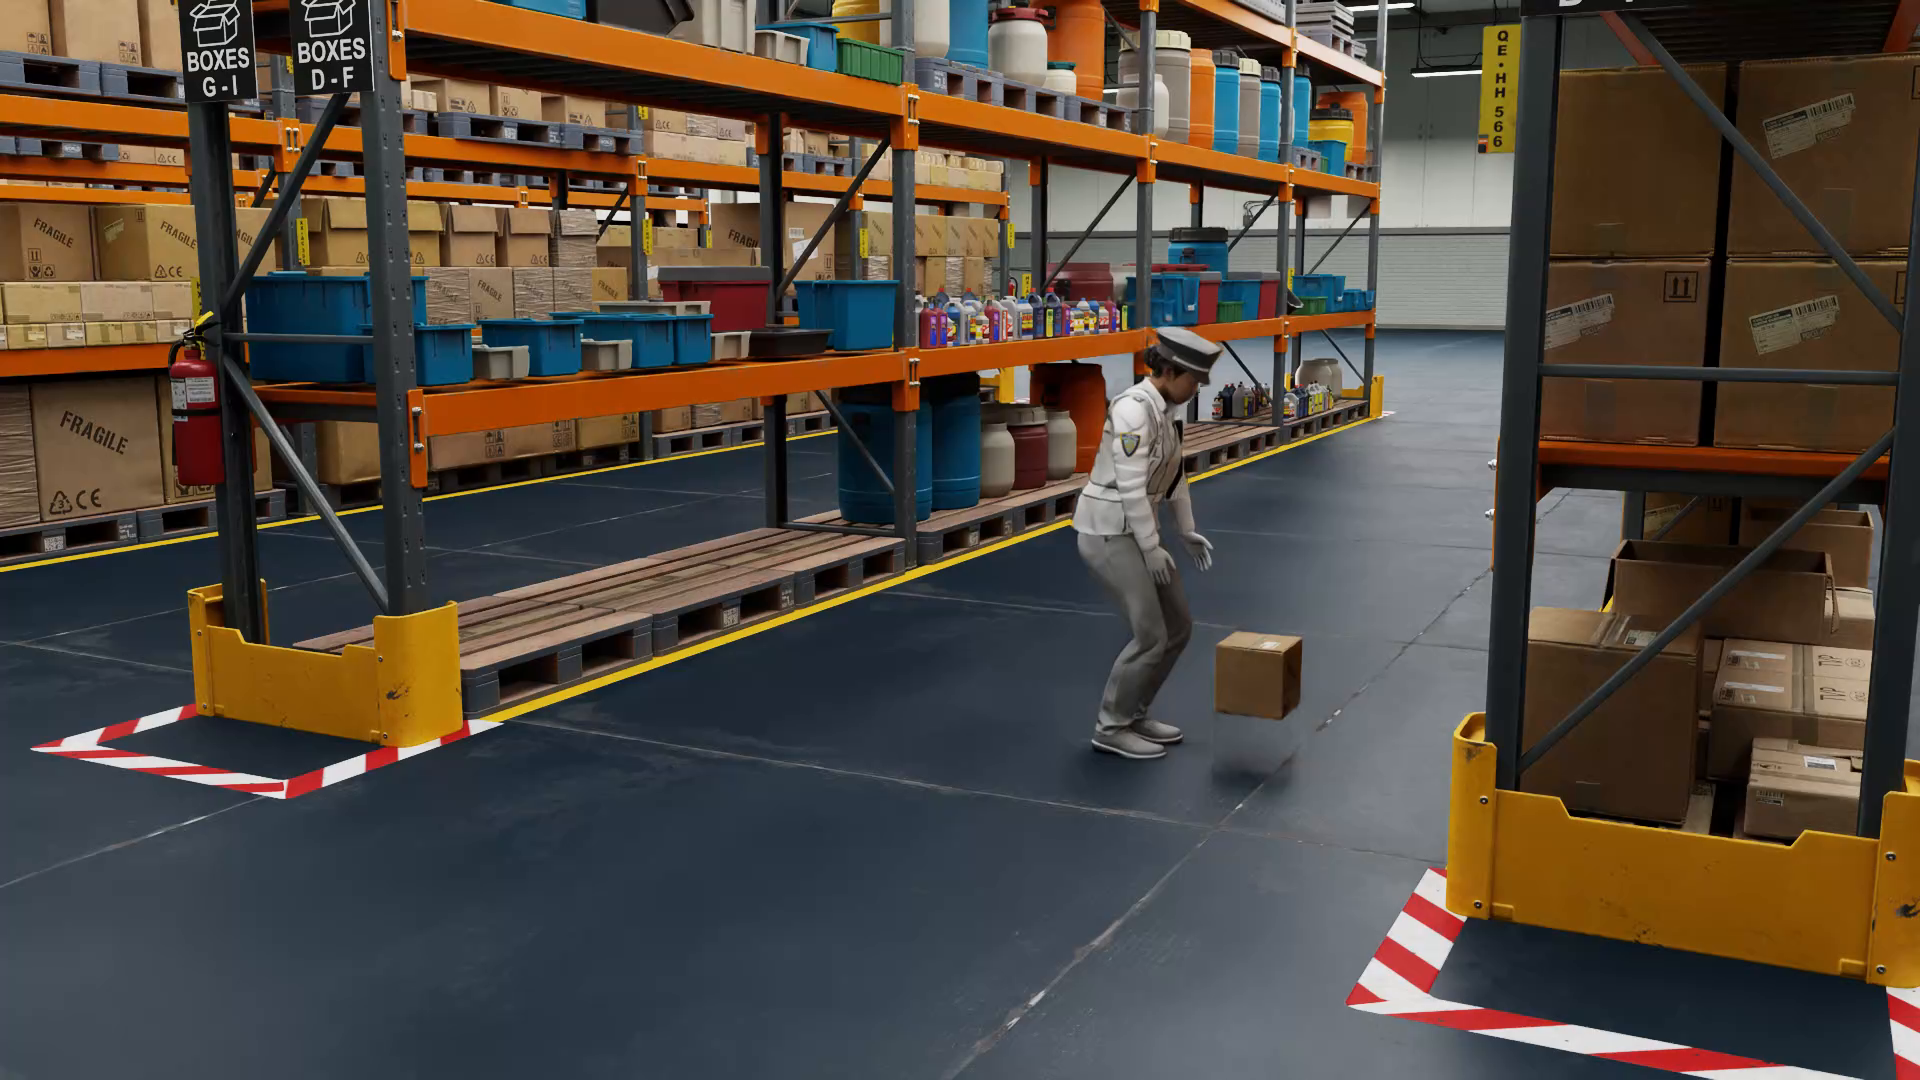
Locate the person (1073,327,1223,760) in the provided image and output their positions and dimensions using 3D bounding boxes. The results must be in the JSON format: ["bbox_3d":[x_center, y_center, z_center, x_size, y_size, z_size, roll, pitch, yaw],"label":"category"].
[{"bbox_3d":[0.700,0.003,6.171,0.526,1.576,0.516,5,10,27],"label":"person"}]
